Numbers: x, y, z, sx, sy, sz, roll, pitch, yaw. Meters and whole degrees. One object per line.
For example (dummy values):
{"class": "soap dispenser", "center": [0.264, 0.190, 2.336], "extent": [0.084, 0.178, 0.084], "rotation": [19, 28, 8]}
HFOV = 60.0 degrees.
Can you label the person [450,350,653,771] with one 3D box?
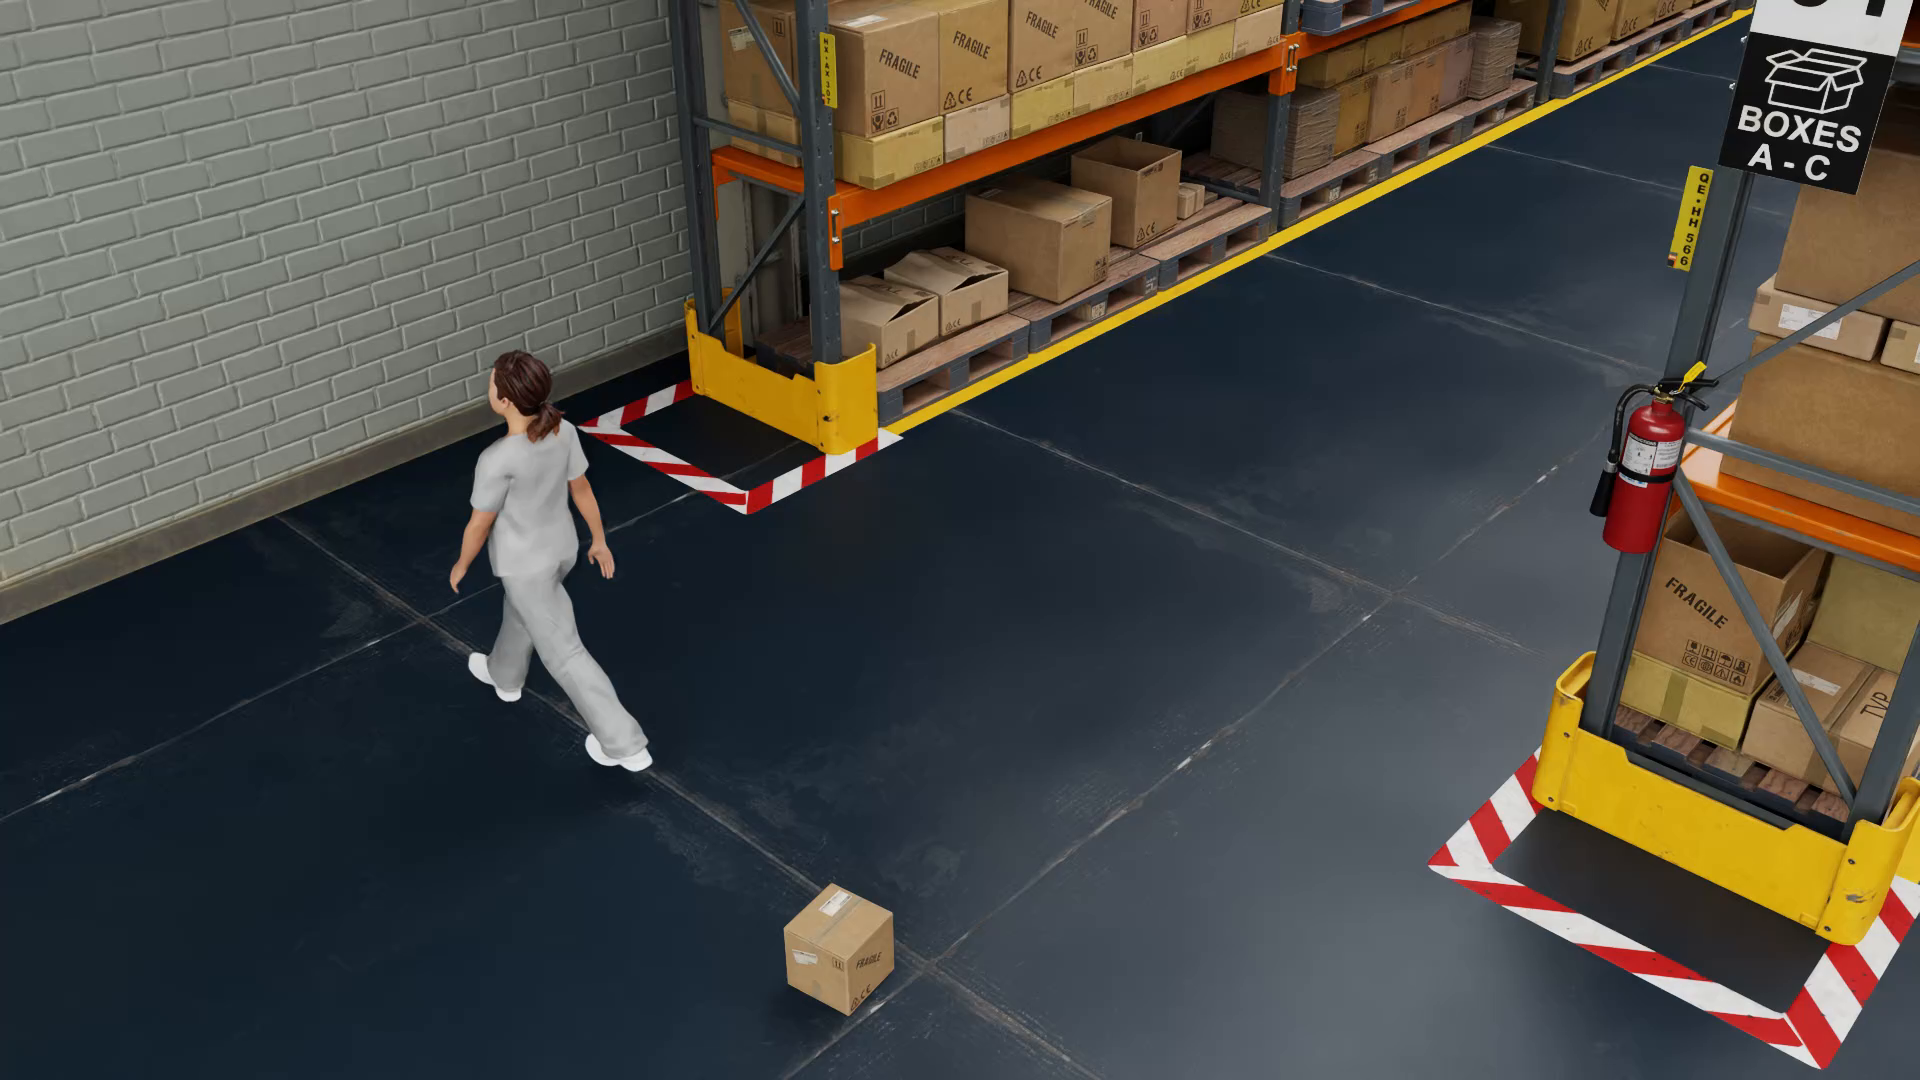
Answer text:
{"class": "person", "center": [-1.585, 0.047, 6.059], "extent": [1.062, 1.606, 0.471], "rotation": [15, 35, 23]}
